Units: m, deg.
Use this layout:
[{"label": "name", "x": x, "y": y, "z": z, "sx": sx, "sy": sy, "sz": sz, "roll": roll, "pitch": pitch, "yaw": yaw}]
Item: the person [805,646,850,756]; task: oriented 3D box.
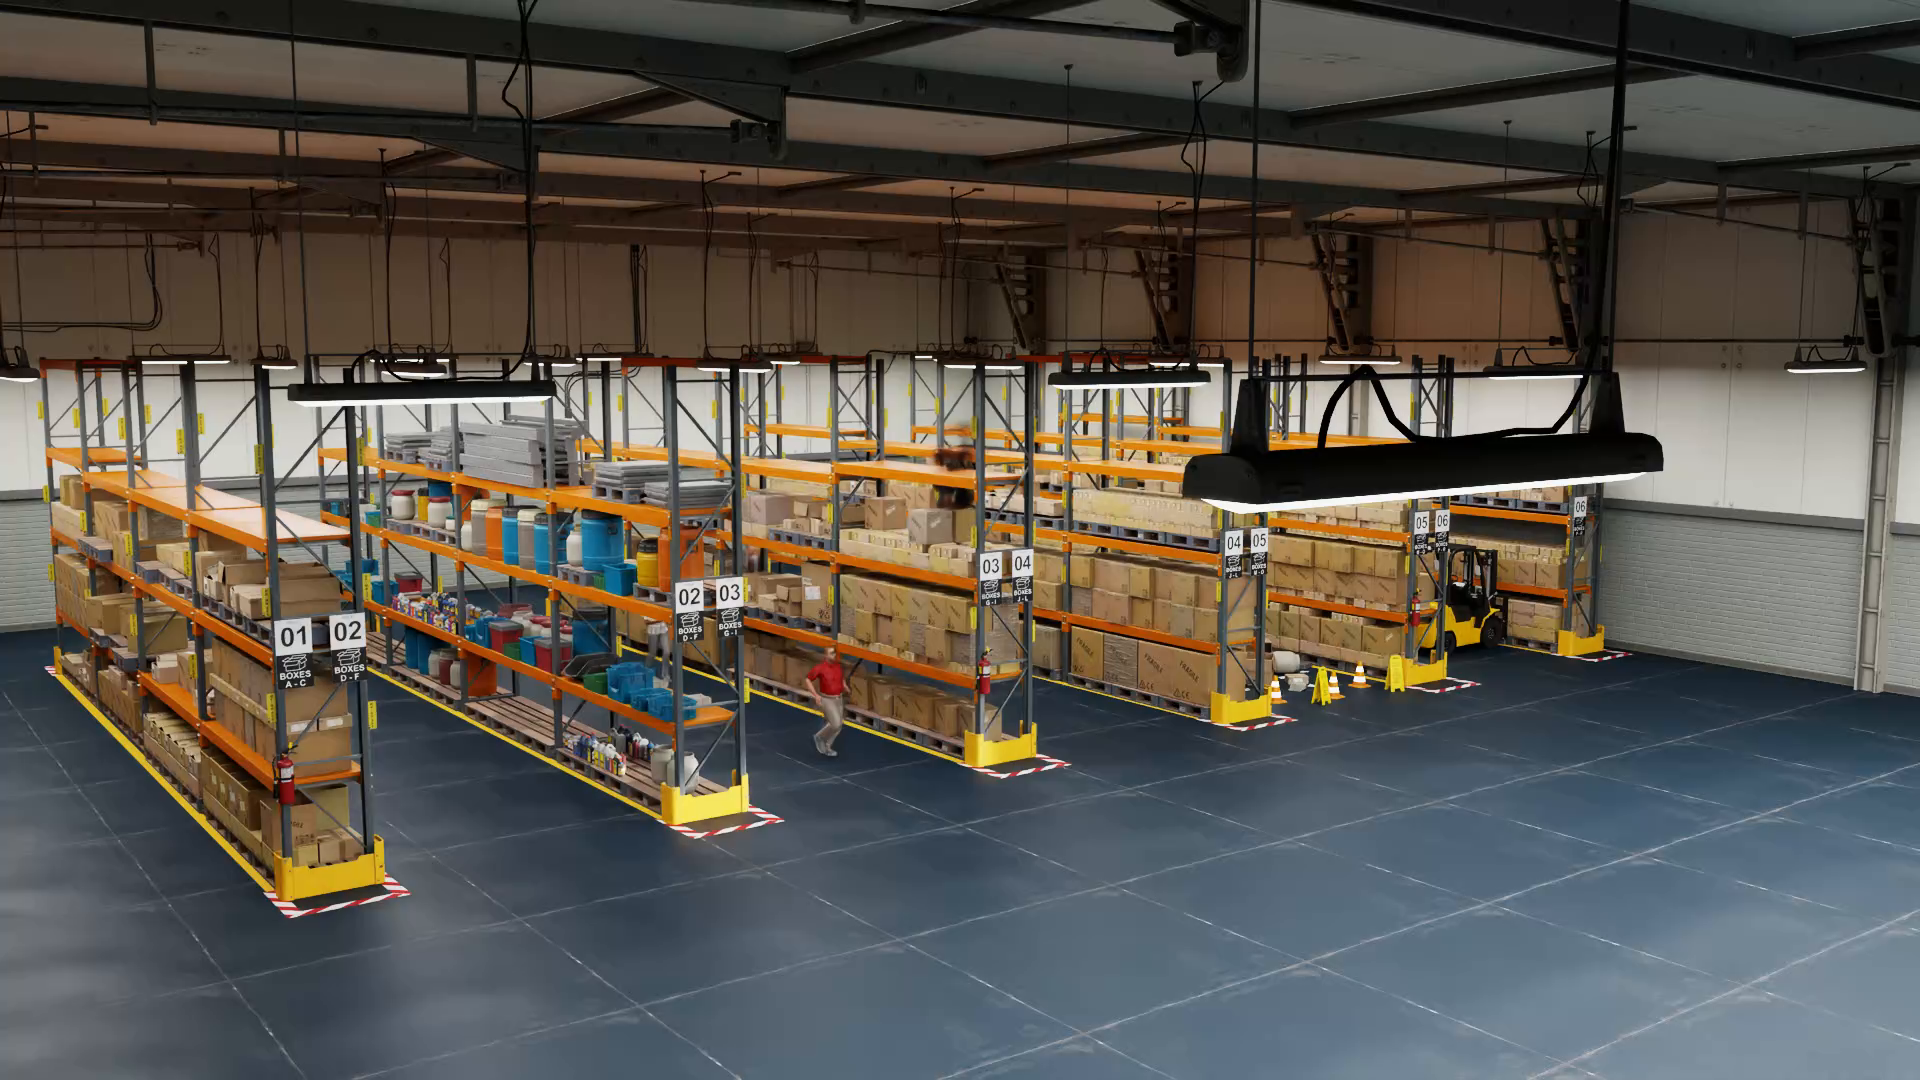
[{"label": "person", "x": -1.928, "y": 2.459, "z": 25.254, "sx": 0.602, "sy": 1.684, "sz": 0.651, "roll": 5, "pitch": 9, "yaw": 38}]

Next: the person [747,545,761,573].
[{"label": "person", "x": -4.706, "y": 0.935, "z": 37.729, "sx": 0.711, "sy": 1.805, "sz": 0.888, "roll": -4, "pitch": 8, "yaw": -30}]

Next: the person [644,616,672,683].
[{"label": "person", "x": -5.640, "y": 1.773, "z": 30.960, "sx": 0.560, "sy": 1.754, "sz": 0.742, "roll": -5, "pitch": 9, "yaw": -37}]
